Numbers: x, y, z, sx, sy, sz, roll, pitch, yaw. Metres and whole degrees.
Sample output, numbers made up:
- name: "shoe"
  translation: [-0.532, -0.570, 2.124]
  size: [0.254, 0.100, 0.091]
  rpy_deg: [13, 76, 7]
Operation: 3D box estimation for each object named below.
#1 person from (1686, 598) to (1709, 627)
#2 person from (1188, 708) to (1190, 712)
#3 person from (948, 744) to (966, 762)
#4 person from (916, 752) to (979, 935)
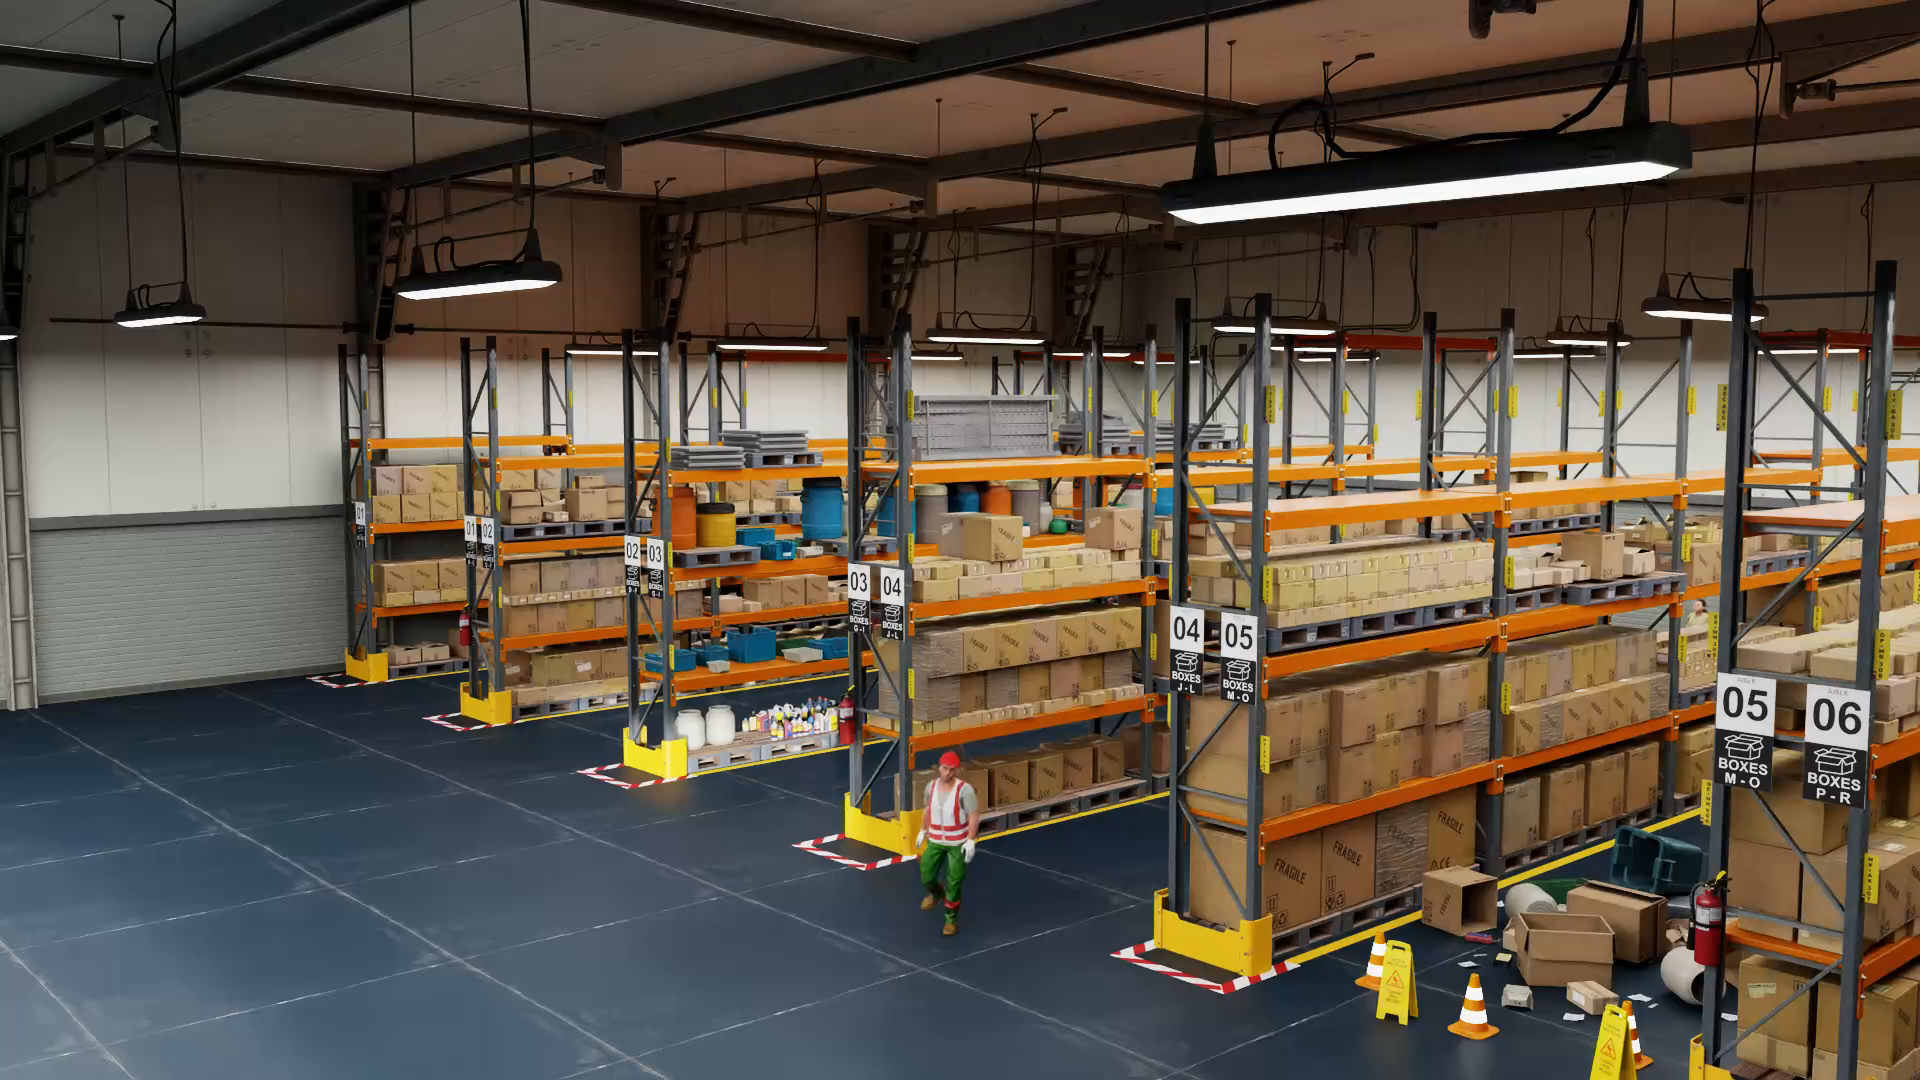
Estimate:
- name: "person"
  translation: [12.553, 1.807, 28.283]
  size: [0.575, 1.648, 0.619]
  rpy_deg: [5, 7, 43]
- name: "person"
  translation: [3.672, 1.834, 25.450]
  size: [0.520, 1.562, 0.562]
  rpy_deg: [5, 7, 42]
- name: "person"
  translation: [-0.144, 2.110, 21.515]
  size: [0.489, 1.766, 0.655]
  rpy_deg: [-1, 5, -7]
- name: "person"
  translation: [-0.117, 2.864, 15.877]
  size: [0.705, 1.758, 0.653]
  rpy_deg: [2, 5, 19]
